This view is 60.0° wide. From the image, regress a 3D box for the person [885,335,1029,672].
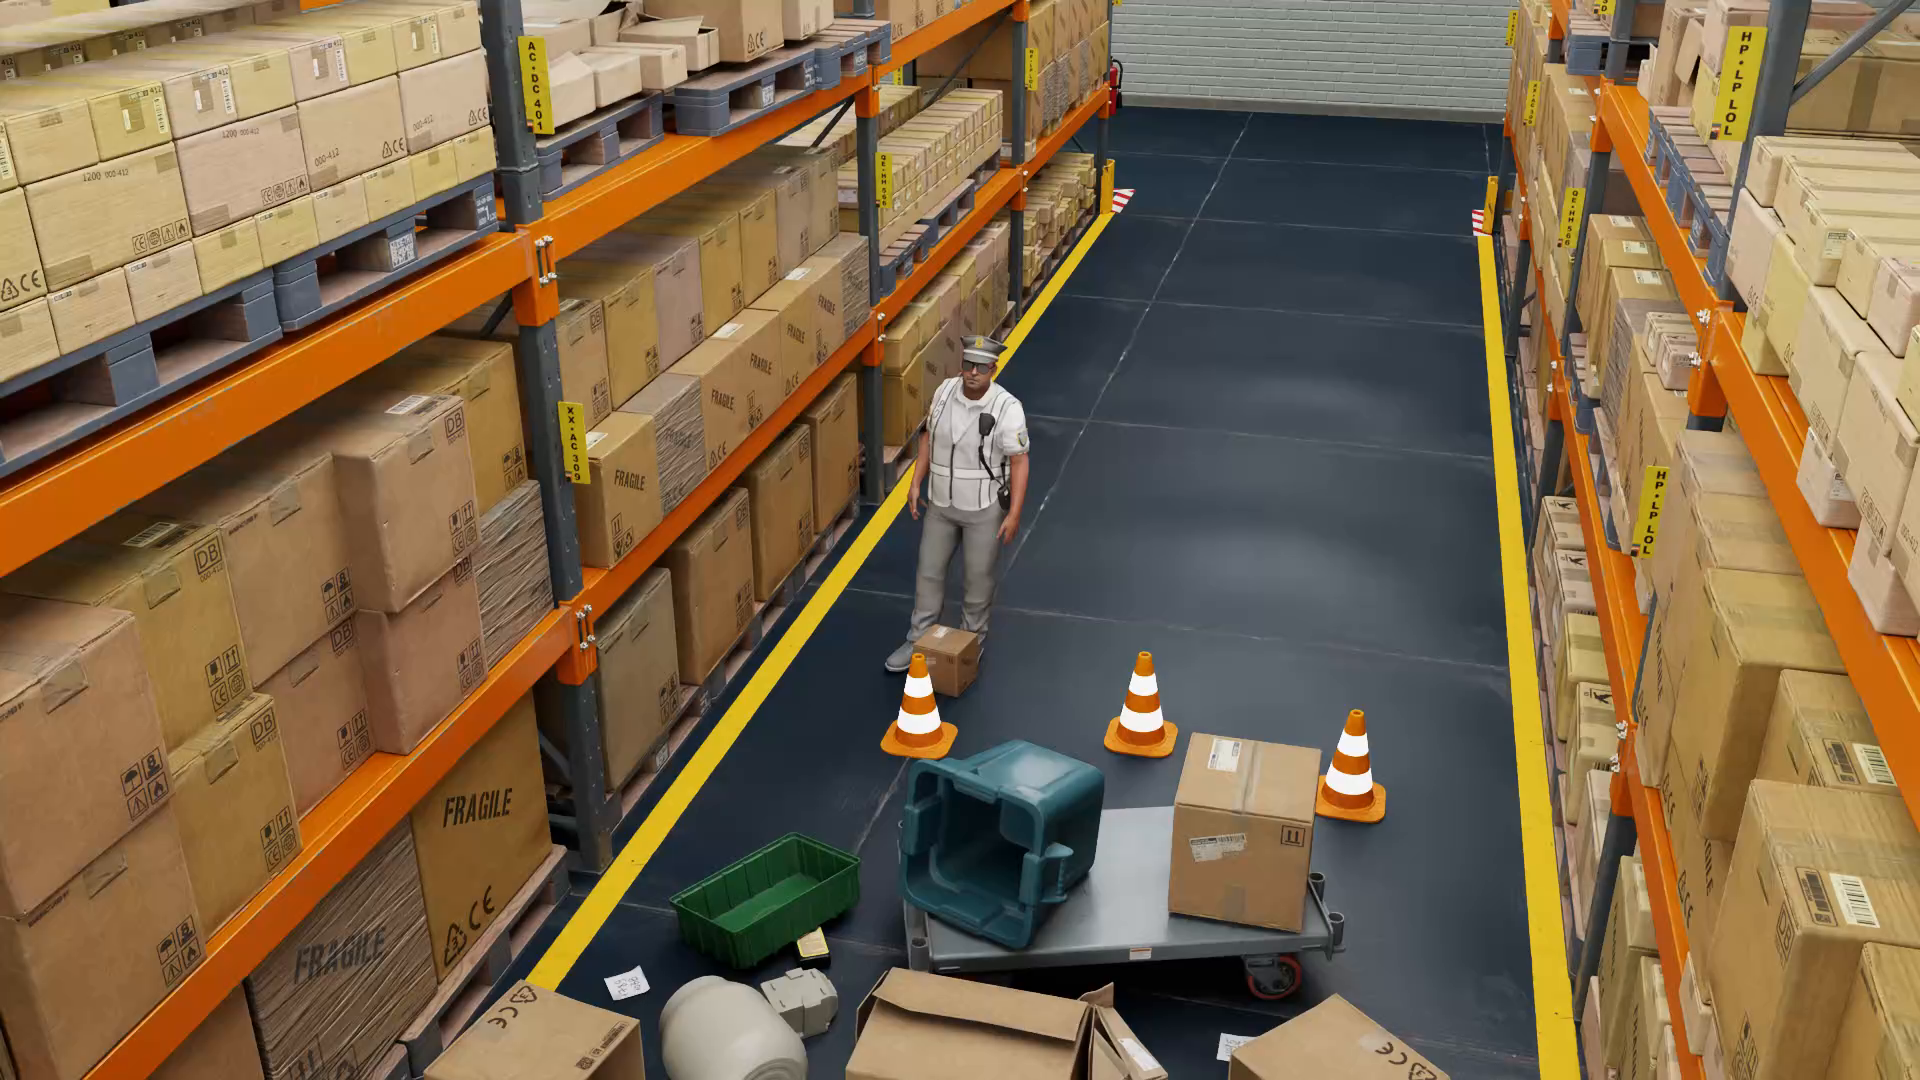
[{"bbox_3d":[-0.004,-0.170,8.403,0.641,1.781,0.574,12,28,24],"label":"person"}]
